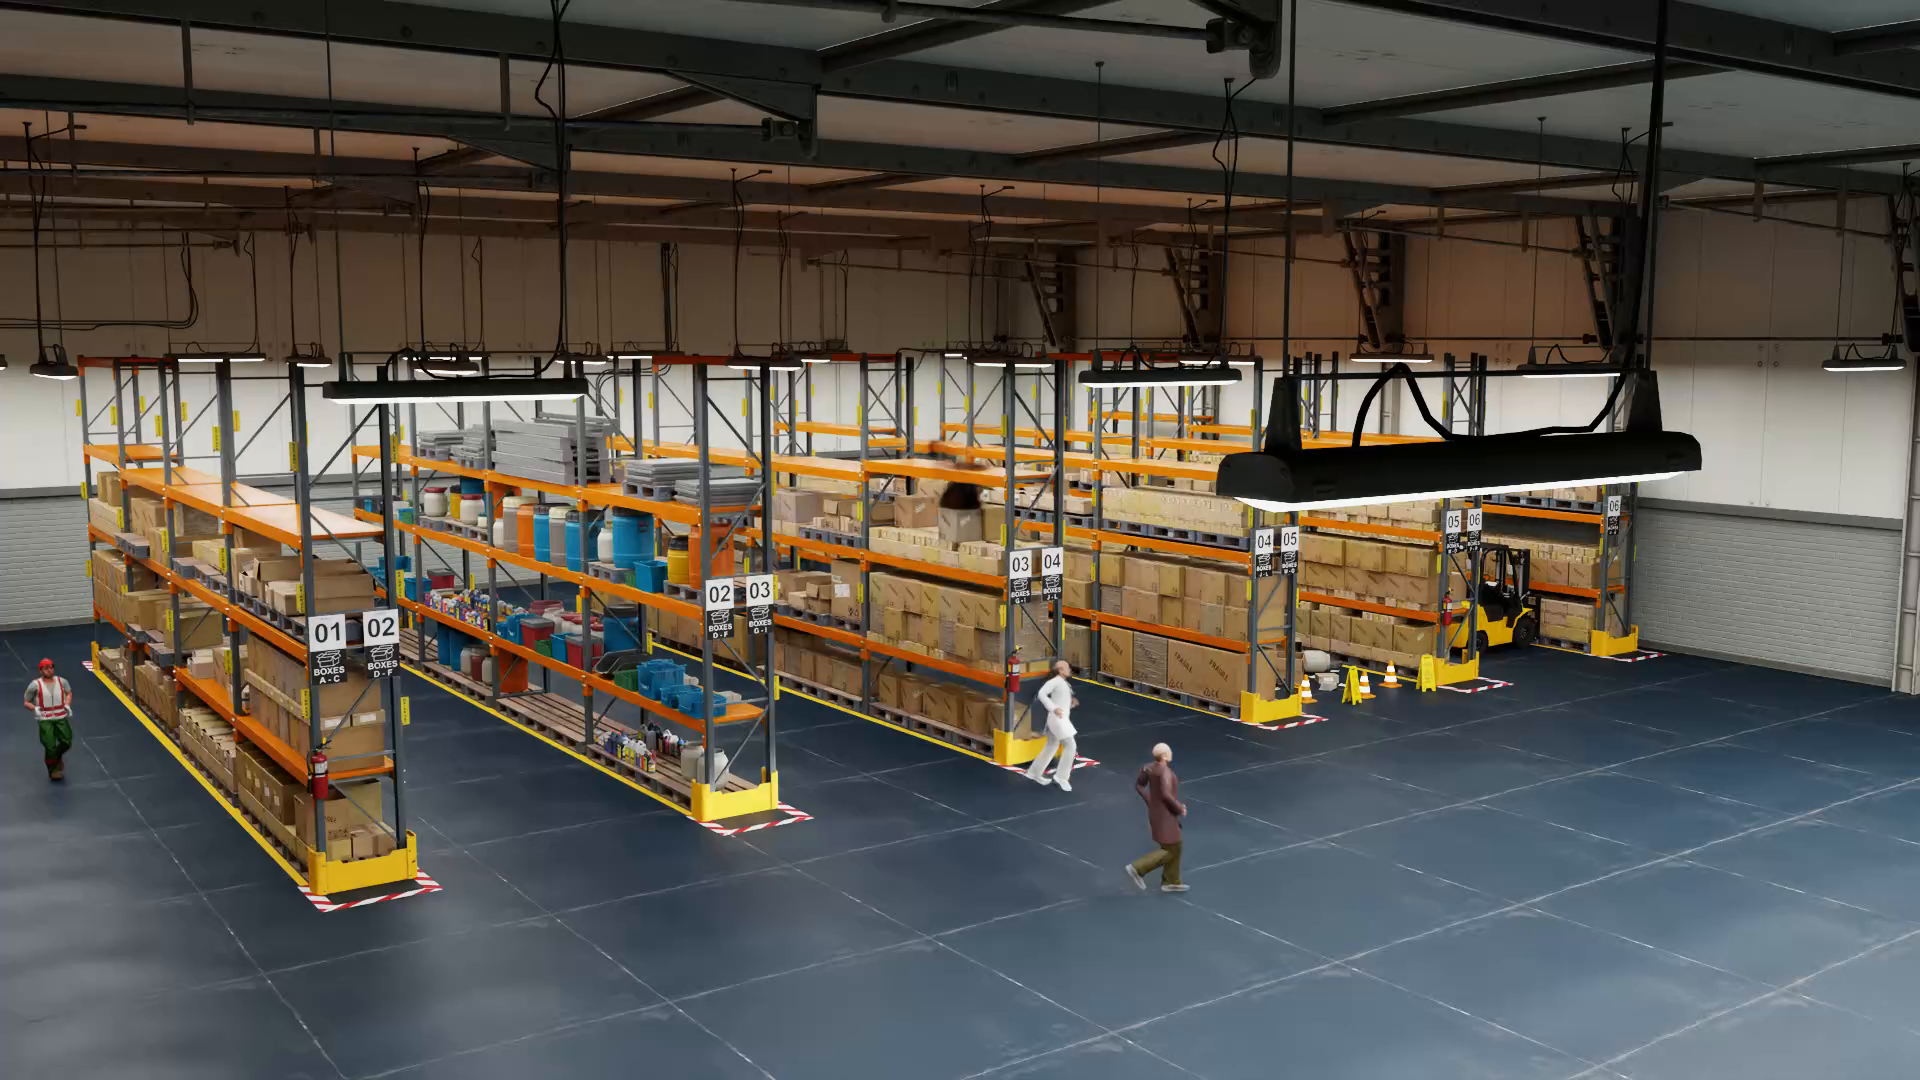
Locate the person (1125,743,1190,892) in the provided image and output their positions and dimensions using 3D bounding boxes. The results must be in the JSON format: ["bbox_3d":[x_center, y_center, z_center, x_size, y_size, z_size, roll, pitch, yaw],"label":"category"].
[{"bbox_3d":[2.259,3.181,18.943,0.833,1.760,0.718,-2,7,-15],"label":"person"}]

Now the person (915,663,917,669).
[{"bbox_3d":[-0.806,1.781,31.027,0.633,1.634,0.596,-5,8,-35],"label":"person"}]

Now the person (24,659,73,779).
[{"bbox_3d":[-13.050,2.572,23.900,0.650,1.739,0.605,-7,10,-43],"label":"person"}]

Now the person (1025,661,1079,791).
[{"bbox_3d":[1.315,2.669,23.623,0.753,1.747,0.694,1,7,7],"label":"person"}]

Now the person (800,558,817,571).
[{"bbox_3d":[-3.914,0.434,42.212,0.932,1.629,0.506,-6,9,-41],"label":"person"}]
